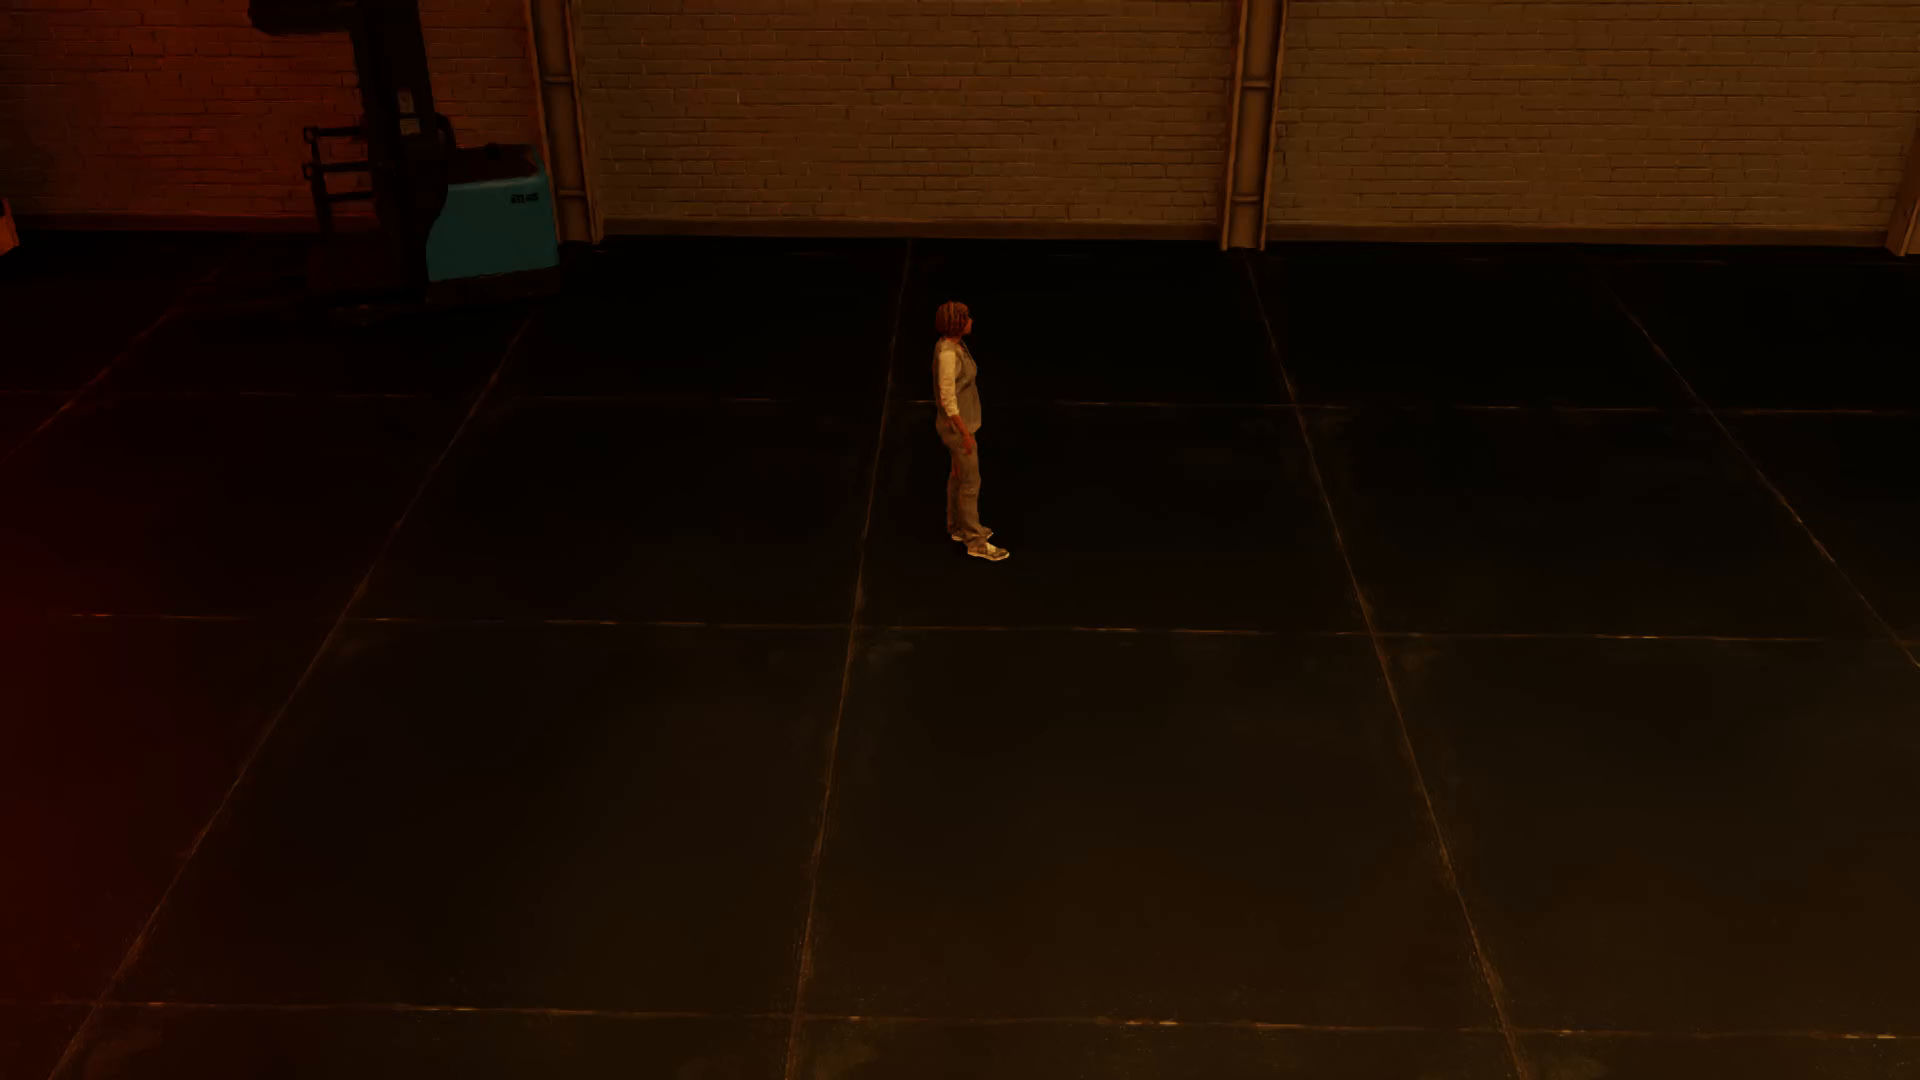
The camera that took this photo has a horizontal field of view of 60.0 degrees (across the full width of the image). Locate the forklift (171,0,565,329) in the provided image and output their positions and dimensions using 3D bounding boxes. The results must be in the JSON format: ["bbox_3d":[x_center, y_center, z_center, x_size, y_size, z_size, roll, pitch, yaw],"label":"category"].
[{"bbox_3d":[-4.879,-3.261,13.145,3.031,2.935,1.130,-10,32,-16],"label":"forklift"}]

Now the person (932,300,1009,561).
[{"bbox_3d":[0.074,-0.686,10.077,0.474,1.597,0.521,1,31,1],"label":"person"}]
